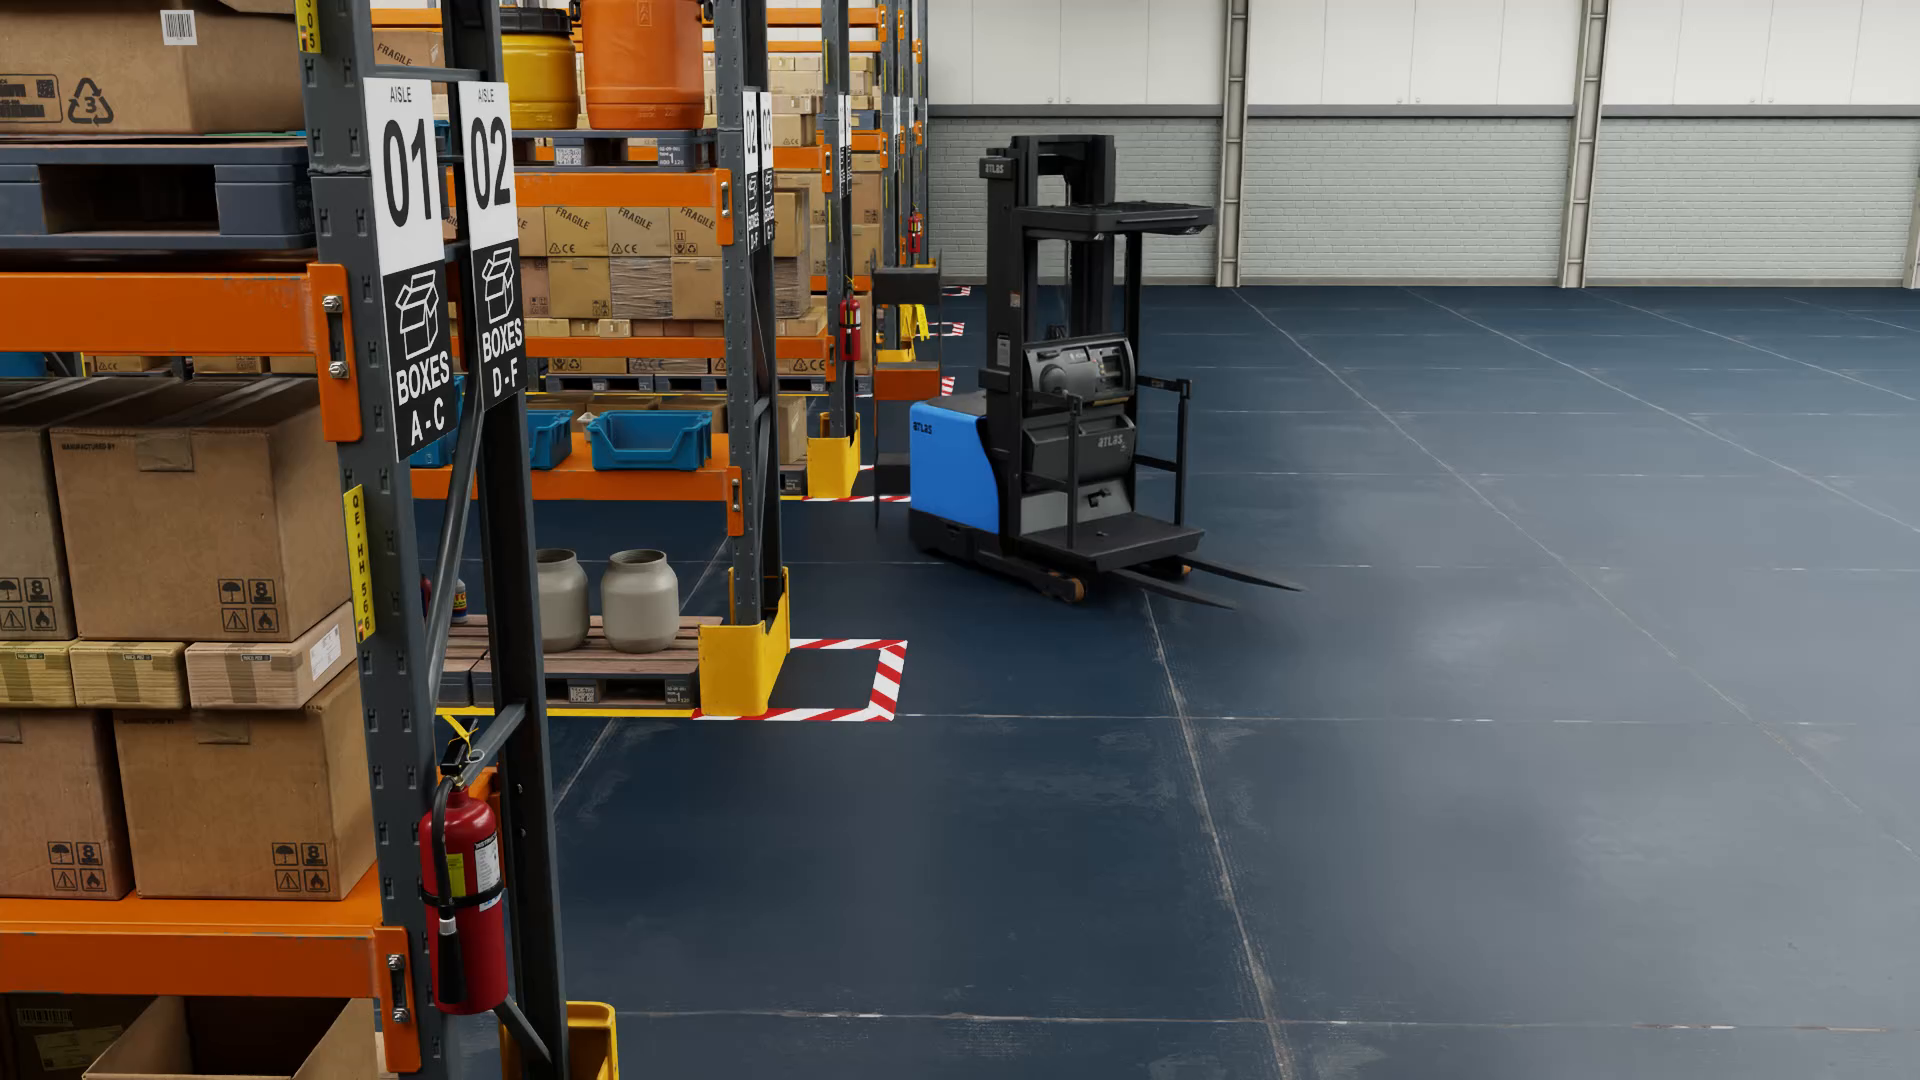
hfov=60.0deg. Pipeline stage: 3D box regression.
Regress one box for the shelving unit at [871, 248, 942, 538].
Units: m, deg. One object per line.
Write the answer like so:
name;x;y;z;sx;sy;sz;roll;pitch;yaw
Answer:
shelving unit;-0.387;-1.083;12.328;0.503;2.100;0.431;0;15;0

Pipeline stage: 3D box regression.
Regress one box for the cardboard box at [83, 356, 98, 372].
cardboard box;-9.943;-2.193;18.847;0.500;0.500;0.500;1;15;4

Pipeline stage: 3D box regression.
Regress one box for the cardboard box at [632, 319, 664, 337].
cardboard box;-2.530;-1.772;13.667;0.250;0.149;0.380;0;15;1

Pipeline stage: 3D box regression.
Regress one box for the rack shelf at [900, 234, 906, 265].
rack shelf;-2.736;-4.132;23.533;4.000;0.370;1.077;0;15;1

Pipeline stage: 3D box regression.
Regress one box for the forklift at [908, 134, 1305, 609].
forklift;0.940;-1.147;10.944;1.130;2.935;3.031;-12;19;-37

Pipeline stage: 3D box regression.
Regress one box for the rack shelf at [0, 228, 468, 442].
rack shelf;-3.246;-0.529;3.996;4.000;0.370;1.077;0;15;1

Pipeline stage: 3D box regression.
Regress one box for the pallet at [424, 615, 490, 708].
pallet;-3.222;0.668;9.395;1.213;0.211;1.003;0;15;1

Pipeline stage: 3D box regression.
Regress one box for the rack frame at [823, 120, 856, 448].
rack frame;-0.990;-1.940;13.812;0.127;3.000;1.000;0;15;1

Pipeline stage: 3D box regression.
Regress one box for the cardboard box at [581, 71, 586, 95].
cardboard box;-3.775;-4.926;17.942;0.500;0.250;0.500;0;15;1

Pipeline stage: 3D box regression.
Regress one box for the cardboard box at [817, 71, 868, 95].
cardboard box;-1.259;-4.909;17.878;0.500;0.250;0.500;1;15;2

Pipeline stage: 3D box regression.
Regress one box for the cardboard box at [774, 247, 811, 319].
cardboard box;-1.539;-2.143;13.802;0.500;0.500;0.875;0;15;1

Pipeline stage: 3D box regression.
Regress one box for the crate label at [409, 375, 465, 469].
crate label;-2.963;-0.637;8.804;0.616;0.435;0.502;0;15;1

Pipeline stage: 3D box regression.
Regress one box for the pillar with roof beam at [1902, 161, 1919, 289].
pillar with roof beam;16.597;-7.653;23.707;0.400;9.000;9.100;0;15;1

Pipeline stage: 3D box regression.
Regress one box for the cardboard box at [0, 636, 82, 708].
cardboard box;-2.151;0.268;3.978;0.250;0.149;0.380;0;15;1

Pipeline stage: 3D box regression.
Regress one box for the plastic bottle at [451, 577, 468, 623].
plastic bottle;-2.921;0.338;9.663;0.097;0.271;0.097;0;15;0

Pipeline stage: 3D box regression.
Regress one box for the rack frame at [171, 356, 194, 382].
rack frame;-8.760;-3.256;18.802;0.127;3.000;1.000;0;15;1

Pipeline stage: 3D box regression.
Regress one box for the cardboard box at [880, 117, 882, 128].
cardboard box;-1.101;-5.727;22.779;0.250;0.149;0.380;0;15;2

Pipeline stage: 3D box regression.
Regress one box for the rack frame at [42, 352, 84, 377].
rack frame;-5.115;-0.703;9.124;0.127;3.000;1.000;0;15;1

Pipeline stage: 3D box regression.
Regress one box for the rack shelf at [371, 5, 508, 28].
rack shelf;-6.760;-5.603;18.130;4.000;0.370;1.077;0;15;1

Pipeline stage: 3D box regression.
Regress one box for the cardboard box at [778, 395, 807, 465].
cardboard box;-1.614;-0.943;14.109;0.500;0.500;0.500;3;15;12

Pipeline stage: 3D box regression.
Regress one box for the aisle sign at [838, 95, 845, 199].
aisle sign;-0.936;-3.120;13.189;0.004;0.787;0.394;0;15;1

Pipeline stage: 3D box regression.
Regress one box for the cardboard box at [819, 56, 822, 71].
cardboard box;-1.357;-5.088;17.773;0.250;0.149;0.380;0;15;2

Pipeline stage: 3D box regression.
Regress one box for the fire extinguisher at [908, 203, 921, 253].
fire extinguisher;-0.634;-4.311;22.953;0.183;0.674;0.296;0;15;1

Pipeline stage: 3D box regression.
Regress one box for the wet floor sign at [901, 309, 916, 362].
wet floor sign;-0.683;-2.570;20.818;0.232;0.644;0.267;-2;15;-8

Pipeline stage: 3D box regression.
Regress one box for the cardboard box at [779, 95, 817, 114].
cardboard box;-1.275;-3.433;13.103;0.250;0.149;0.380;0;15;1

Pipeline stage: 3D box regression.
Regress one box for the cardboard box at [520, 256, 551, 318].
cardboard box;-3.539;-2.150;13.828;0.500;0.500;0.875;0;15;1

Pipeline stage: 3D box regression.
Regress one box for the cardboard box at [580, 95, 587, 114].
cardboard box;-2.849;-3.457;13.194;0.250;0.149;0.380;0;15;-1

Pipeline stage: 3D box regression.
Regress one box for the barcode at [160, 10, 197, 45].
barcode;-1.561;-1.024;3.322;0.075;0.075;0.001;0;15;1

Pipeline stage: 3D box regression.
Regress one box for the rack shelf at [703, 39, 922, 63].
rack shelf;-2.613;-8.105;27.616;4.000;0.370;1.077;0;15;1

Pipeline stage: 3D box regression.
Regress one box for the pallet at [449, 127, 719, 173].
pallet;-1.941;-2.066;8.781;1.213;0.211;1.003;0;15;1

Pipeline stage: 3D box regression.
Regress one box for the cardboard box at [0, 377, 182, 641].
cardboard box;-2.292;-0.098;4.092;0.500;0.500;0.700;0;15;0

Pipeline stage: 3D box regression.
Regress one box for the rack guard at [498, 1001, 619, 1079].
rack guard;-1.223;1.795;4.555;0.348;0.500;1.175;0;15;1

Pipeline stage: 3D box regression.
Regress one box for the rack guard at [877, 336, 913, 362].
rack guard;-0.738;-1.995;18.923;0.348;0.500;1.175;0;15;1

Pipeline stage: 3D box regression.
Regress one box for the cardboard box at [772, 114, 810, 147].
cardboard box;-1.478;-3.256;13.215;0.500;0.250;0.500;1;15;3

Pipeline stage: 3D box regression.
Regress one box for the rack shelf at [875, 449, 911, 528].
rack shelf;-0.387;-0.393;12.510;0.480;0.518;0.431;0;15;0

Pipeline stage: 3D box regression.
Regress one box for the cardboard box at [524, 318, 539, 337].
cardboard box;-3.531;-1.764;13.640;0.250;0.149;0.380;0;15;1

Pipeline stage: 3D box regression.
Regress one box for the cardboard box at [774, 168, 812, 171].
cardboard box;-2.271;-5.073;22.948;0.500;0.500;0.700;0;15;1

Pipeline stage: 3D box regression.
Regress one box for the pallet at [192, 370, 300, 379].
pallet;-7.973;-1.884;19.065;1.213;0.211;1.003;0;15;1

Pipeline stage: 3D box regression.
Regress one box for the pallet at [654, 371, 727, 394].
pallet;-2.780;-1.850;18.937;1.213;0.211;1.003;0;15;1

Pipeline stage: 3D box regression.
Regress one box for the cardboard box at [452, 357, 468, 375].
cardboard box;-5.384;-2.326;18.865;0.750;0.750;1.050;0;15;1

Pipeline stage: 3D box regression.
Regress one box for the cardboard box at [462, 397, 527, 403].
cardboard box;-4.017;-0.946;14.121;0.500;0.500;0.500;5;16;19

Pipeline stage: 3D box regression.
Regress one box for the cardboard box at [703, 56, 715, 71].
cardboard box;-2.632;-5.095;17.804;0.250;0.149;0.380;0;15;2

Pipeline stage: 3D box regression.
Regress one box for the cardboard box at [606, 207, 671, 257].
cardboard box;-2.546;-2.562;13.430;0.500;0.500;0.500;0;15;1

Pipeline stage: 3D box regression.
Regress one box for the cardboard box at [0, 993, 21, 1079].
cardboard box;-2.777;1.287;4.677;0.500;0.500;0.500;0;15;1

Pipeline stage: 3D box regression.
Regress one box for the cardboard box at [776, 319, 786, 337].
cardboard box;-1.530;-1.769;13.659;0.250;0.149;0.380;0;15;1

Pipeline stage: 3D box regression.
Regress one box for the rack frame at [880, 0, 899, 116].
rack frame;-0.762;-6.105;17.839;0.127;3.000;1.000;0;15;1

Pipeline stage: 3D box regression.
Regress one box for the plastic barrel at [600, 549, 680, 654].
plastic barrel;-1.776;0.338;9.231;0.421;0.512;0.421;0;15;0

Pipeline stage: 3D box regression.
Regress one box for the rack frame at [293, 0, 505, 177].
rack frame;-1.247;-2.314;3.472;0.127;3.000;1.000;0;15;1

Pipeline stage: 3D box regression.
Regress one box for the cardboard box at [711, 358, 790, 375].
cardboard box;-2.321;-2.373;18.794;0.875;0.875;0.875;0;15;1

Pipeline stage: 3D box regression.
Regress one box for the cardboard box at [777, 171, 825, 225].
cardboard box;-1.684;-3.791;18.418;0.550;0.550;0.875;0;15;1

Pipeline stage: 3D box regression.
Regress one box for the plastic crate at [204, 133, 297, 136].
plastic crate;-3.545;-1.971;8.466;0.450;0.188;0.336;0;15;1

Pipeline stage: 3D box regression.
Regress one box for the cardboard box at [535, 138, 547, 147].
cardboard box;-3.520;-3.267;13.258;0.500;0.250;0.500;0;15;-1
